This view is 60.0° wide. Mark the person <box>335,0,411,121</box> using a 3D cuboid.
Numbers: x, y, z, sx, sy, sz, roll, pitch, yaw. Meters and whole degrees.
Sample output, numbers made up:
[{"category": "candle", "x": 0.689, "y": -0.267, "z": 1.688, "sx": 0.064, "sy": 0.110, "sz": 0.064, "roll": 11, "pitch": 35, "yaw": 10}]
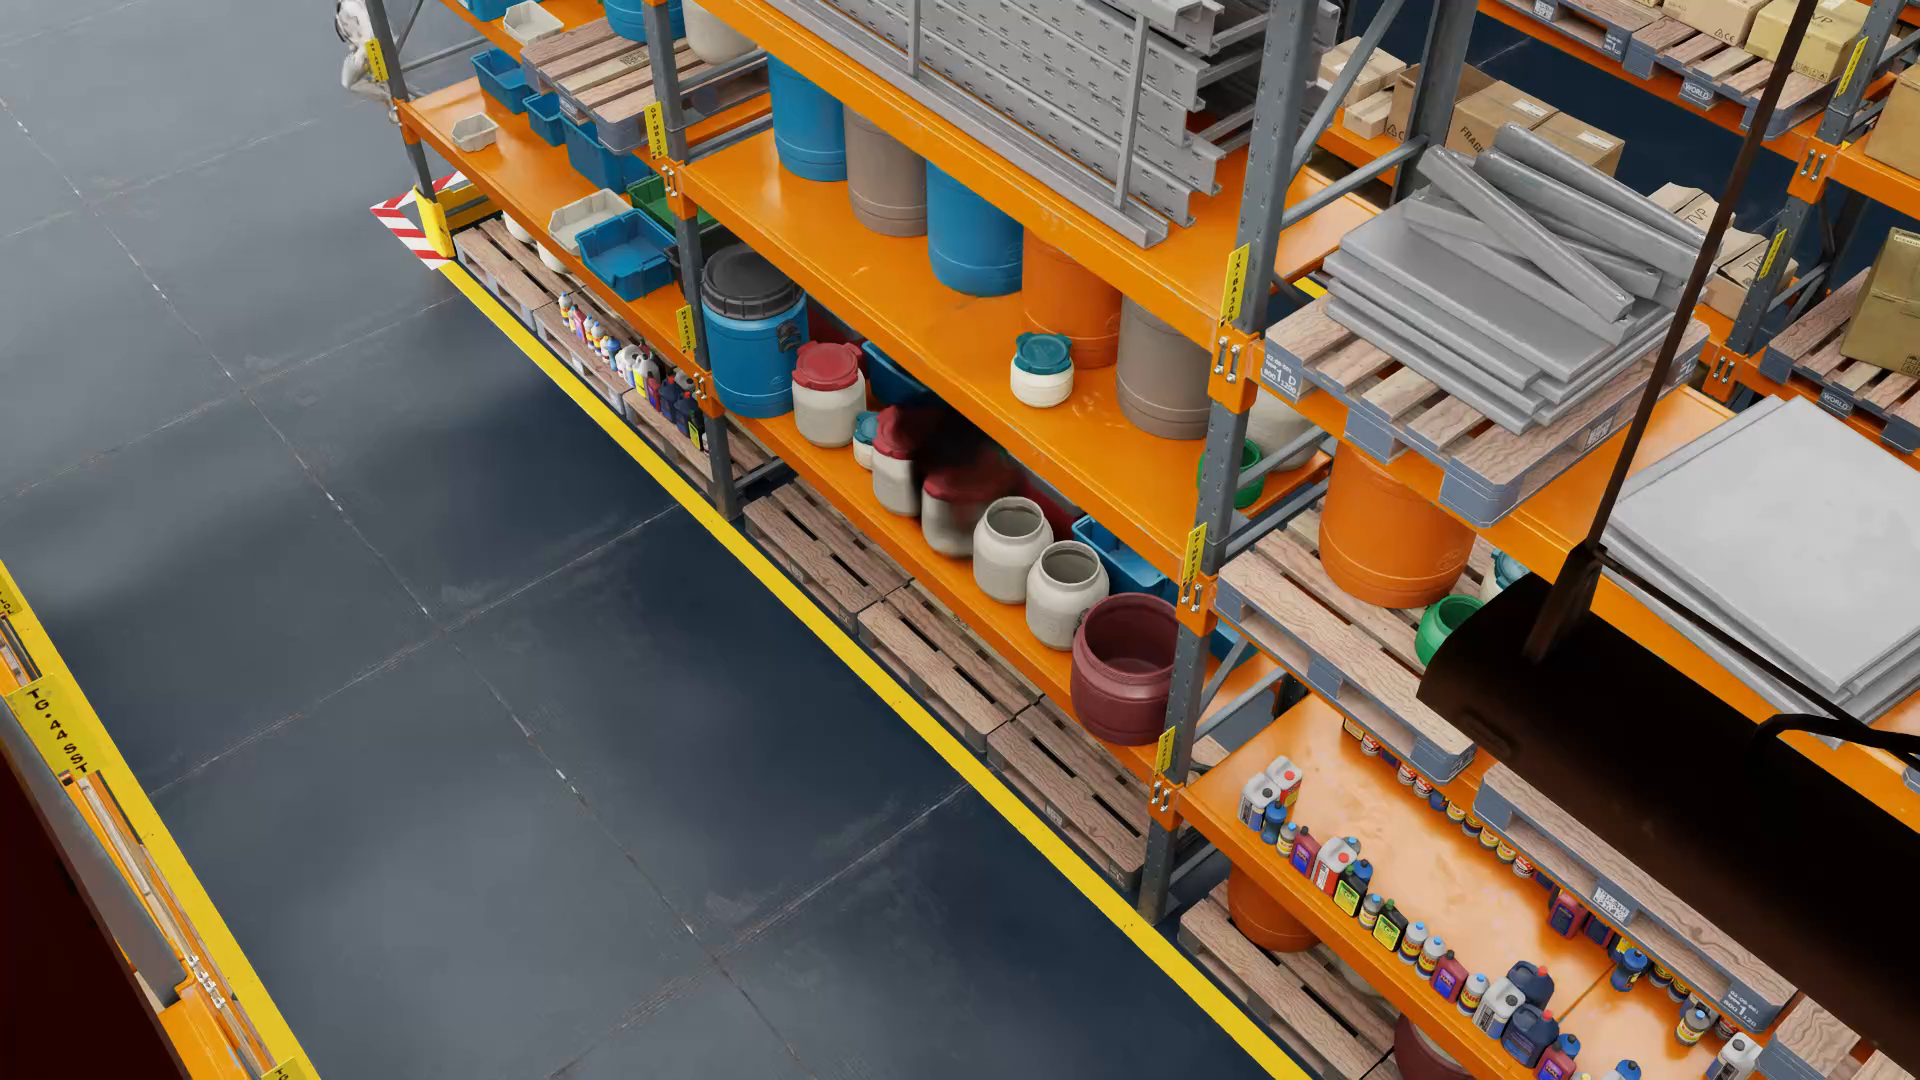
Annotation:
[{"category": "person", "x": -4.939, "y": -4.076, "z": 13.737, "sx": 0.512, "sy": 1.646, "sz": 0.675, "roll": 0, "pitch": 46, "yaw": 0}]
